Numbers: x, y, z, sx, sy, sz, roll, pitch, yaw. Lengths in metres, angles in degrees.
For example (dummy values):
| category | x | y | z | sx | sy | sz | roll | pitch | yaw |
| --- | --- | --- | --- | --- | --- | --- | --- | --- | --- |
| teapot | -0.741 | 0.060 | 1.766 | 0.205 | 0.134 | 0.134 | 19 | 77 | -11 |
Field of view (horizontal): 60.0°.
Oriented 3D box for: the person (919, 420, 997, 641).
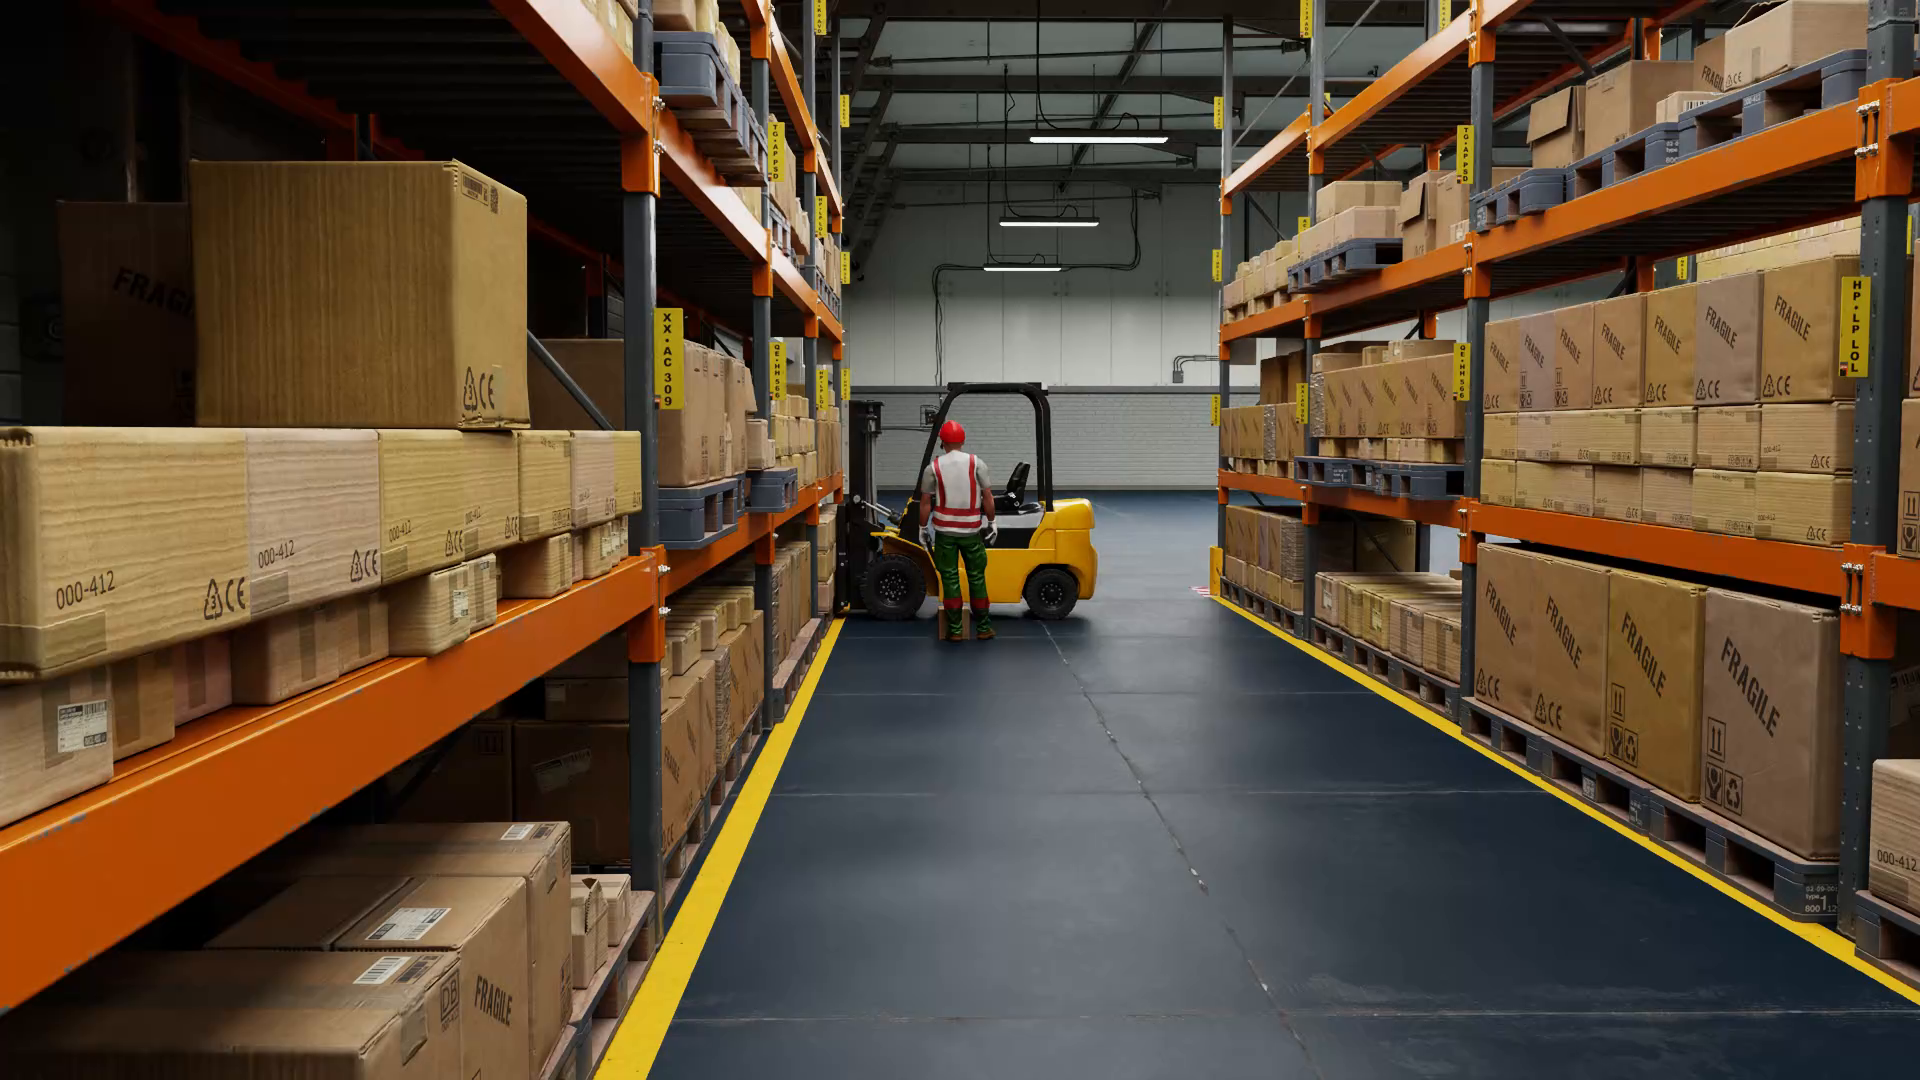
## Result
| category | x | y | z | sx | sy | sz | roll | pitch | yaw |
| --- | --- | --- | --- | --- | --- | --- | --- | --- | --- |
| person | -0.016 | -0.078 | 13.551 | 0.638 | 1.787 | 0.564 | 0 | 4 | -1 |
